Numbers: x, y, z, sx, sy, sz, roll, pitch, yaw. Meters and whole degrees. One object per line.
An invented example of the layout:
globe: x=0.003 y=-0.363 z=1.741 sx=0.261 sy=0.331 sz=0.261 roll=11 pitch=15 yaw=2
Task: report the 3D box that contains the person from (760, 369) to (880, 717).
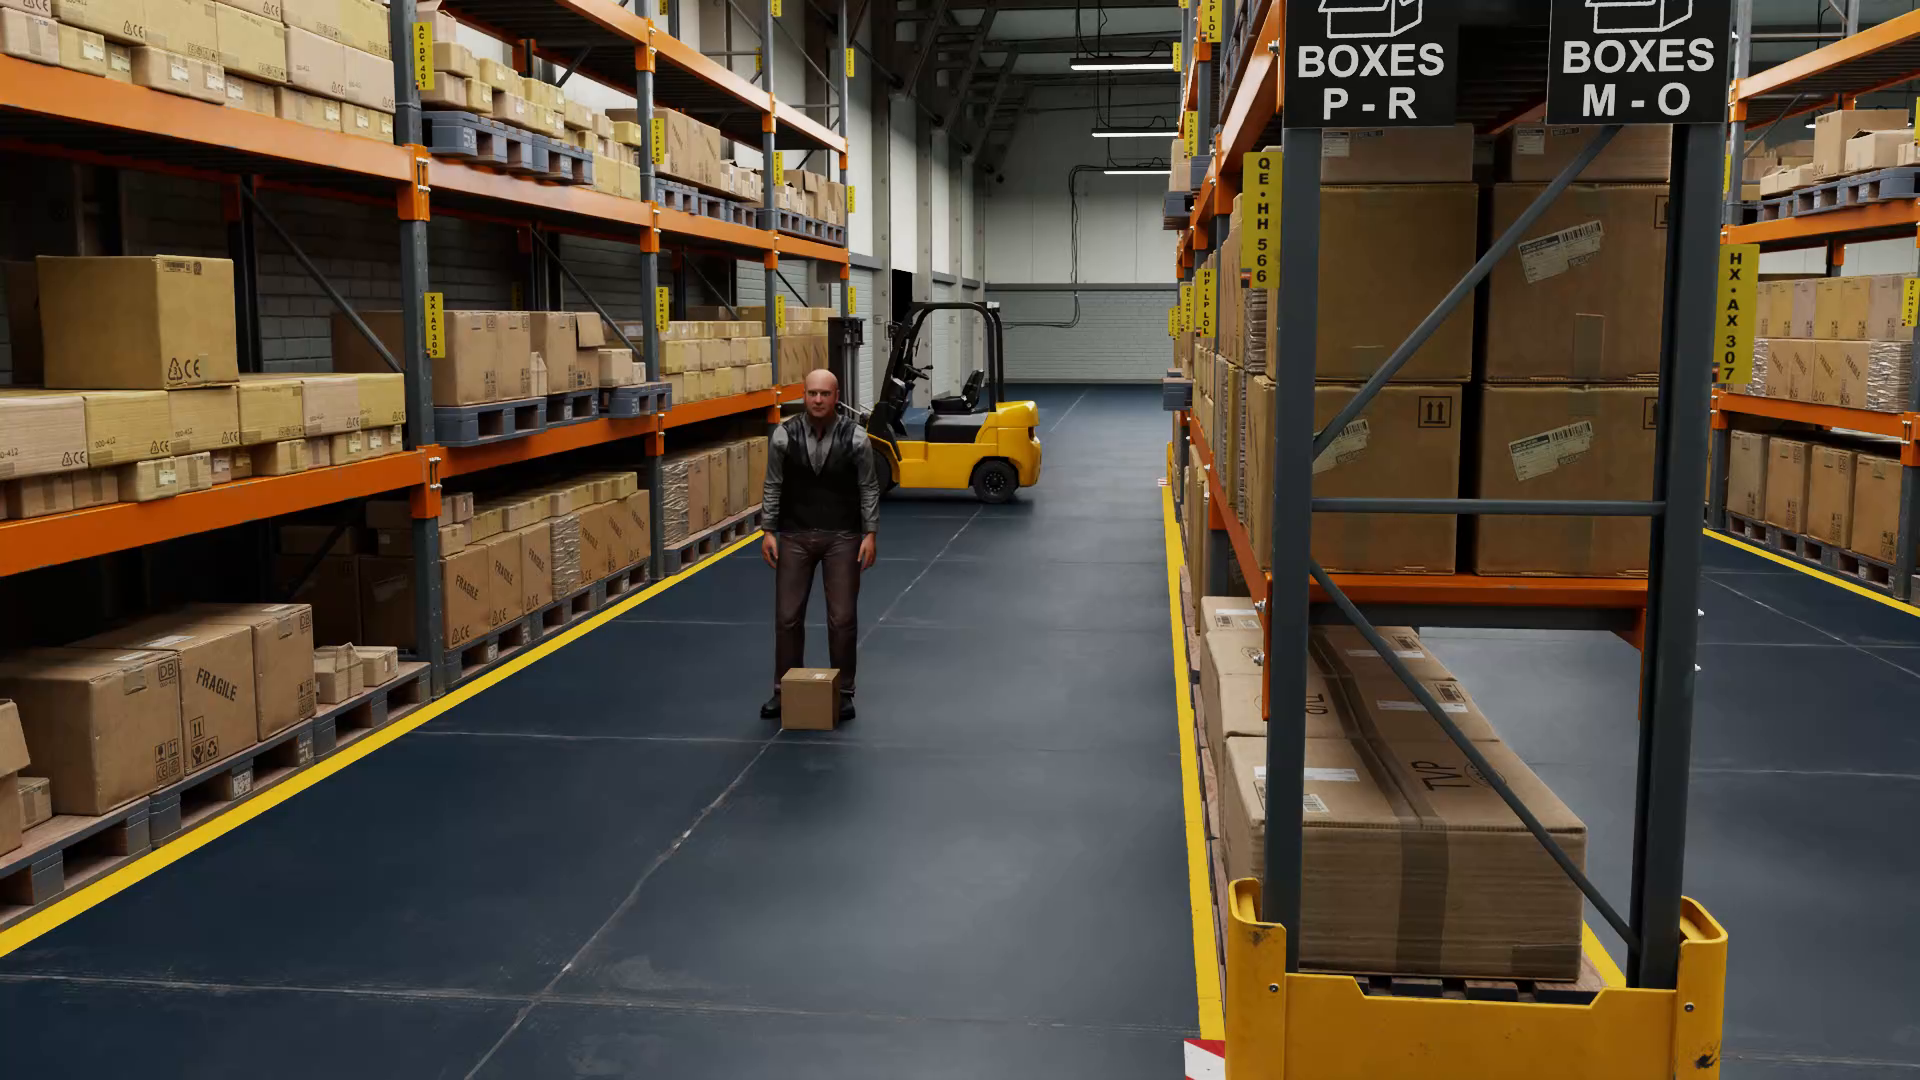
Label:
person: x=-0.697 y=0.013 z=8.280 sx=0.594 sy=1.722 sz=0.369 roll=0 pitch=8 yaw=3
